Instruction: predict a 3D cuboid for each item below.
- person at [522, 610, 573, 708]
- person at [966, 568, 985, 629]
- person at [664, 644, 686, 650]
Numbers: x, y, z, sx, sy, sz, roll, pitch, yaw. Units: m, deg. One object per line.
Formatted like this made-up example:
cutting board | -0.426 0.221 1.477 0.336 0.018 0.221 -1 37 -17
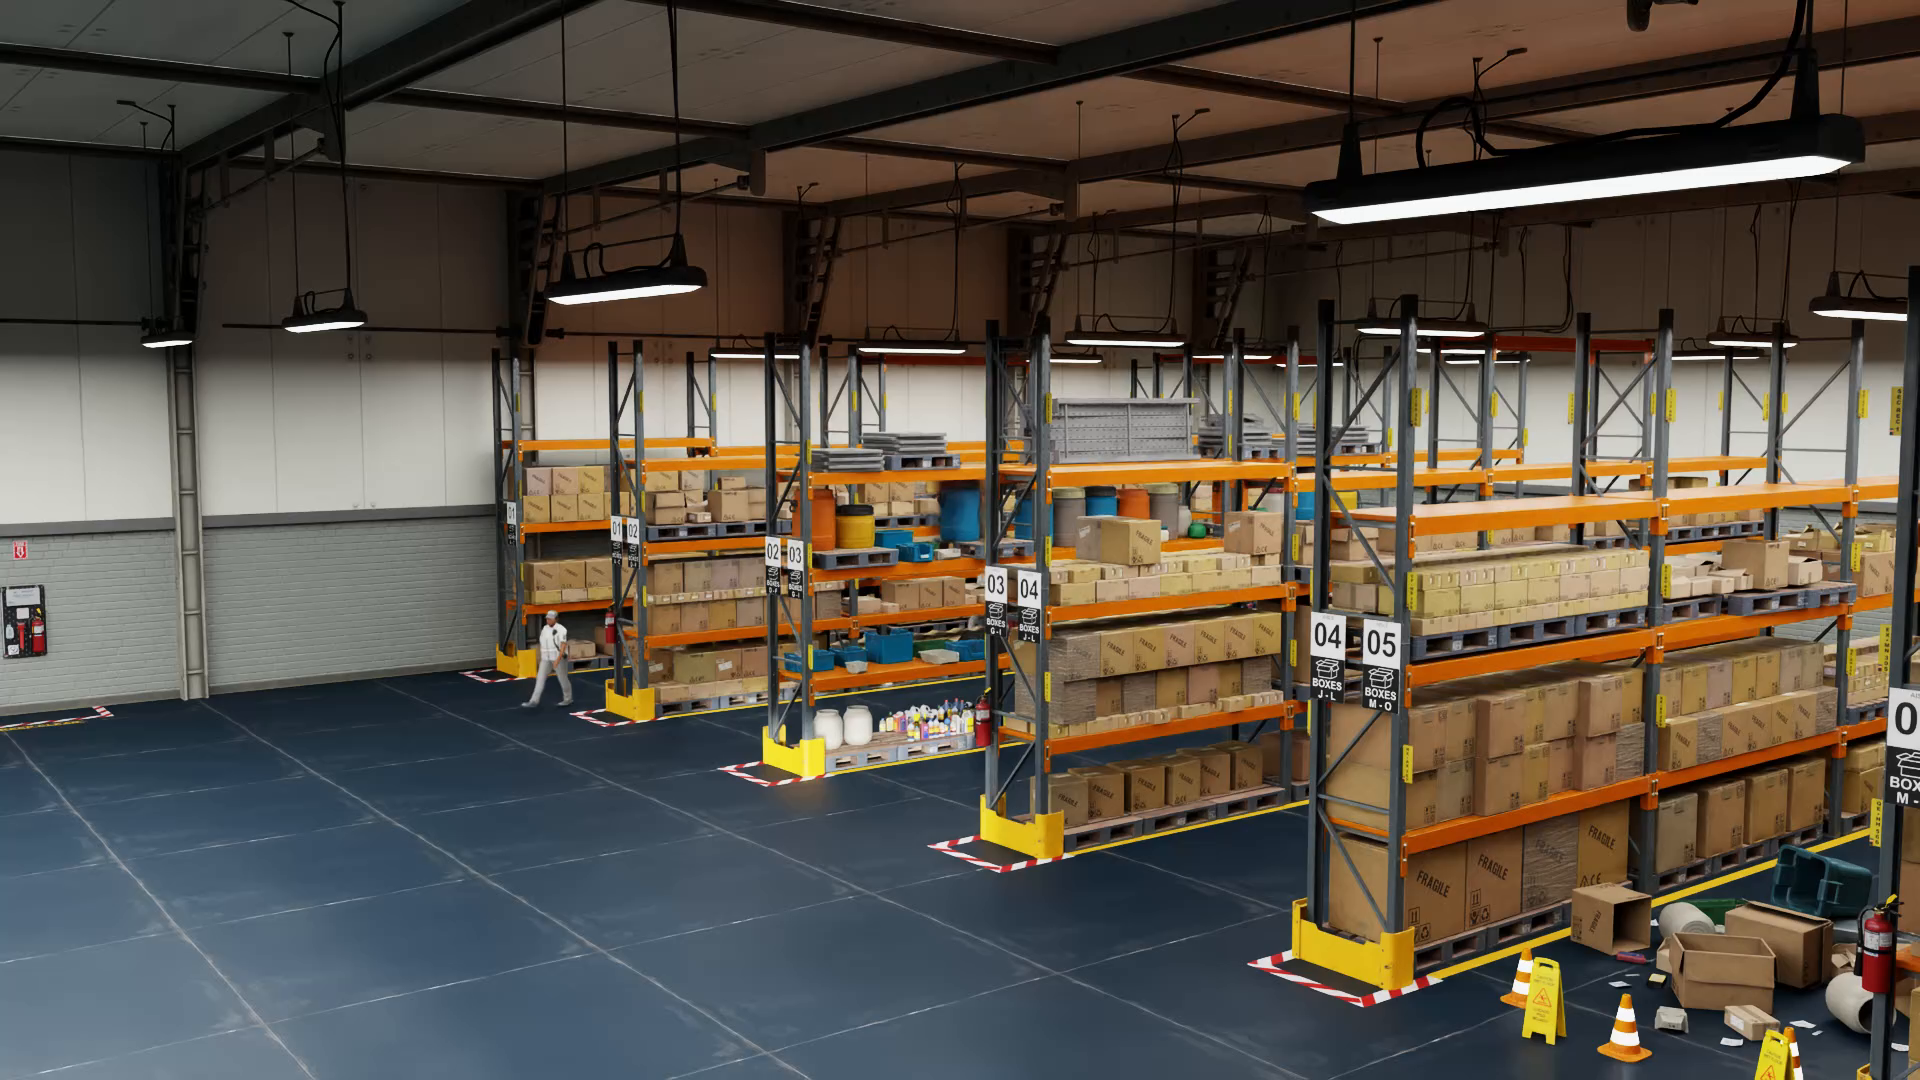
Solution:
person | -6.712 1.953 27.192 0.537 1.611 0.991 1 5 15
person | 0.457 1.247 35.134 0.510 1.600 1.044 5 7 44
person | -5.227 1.645 30.519 0.555 1.609 1.073 2 5 24
